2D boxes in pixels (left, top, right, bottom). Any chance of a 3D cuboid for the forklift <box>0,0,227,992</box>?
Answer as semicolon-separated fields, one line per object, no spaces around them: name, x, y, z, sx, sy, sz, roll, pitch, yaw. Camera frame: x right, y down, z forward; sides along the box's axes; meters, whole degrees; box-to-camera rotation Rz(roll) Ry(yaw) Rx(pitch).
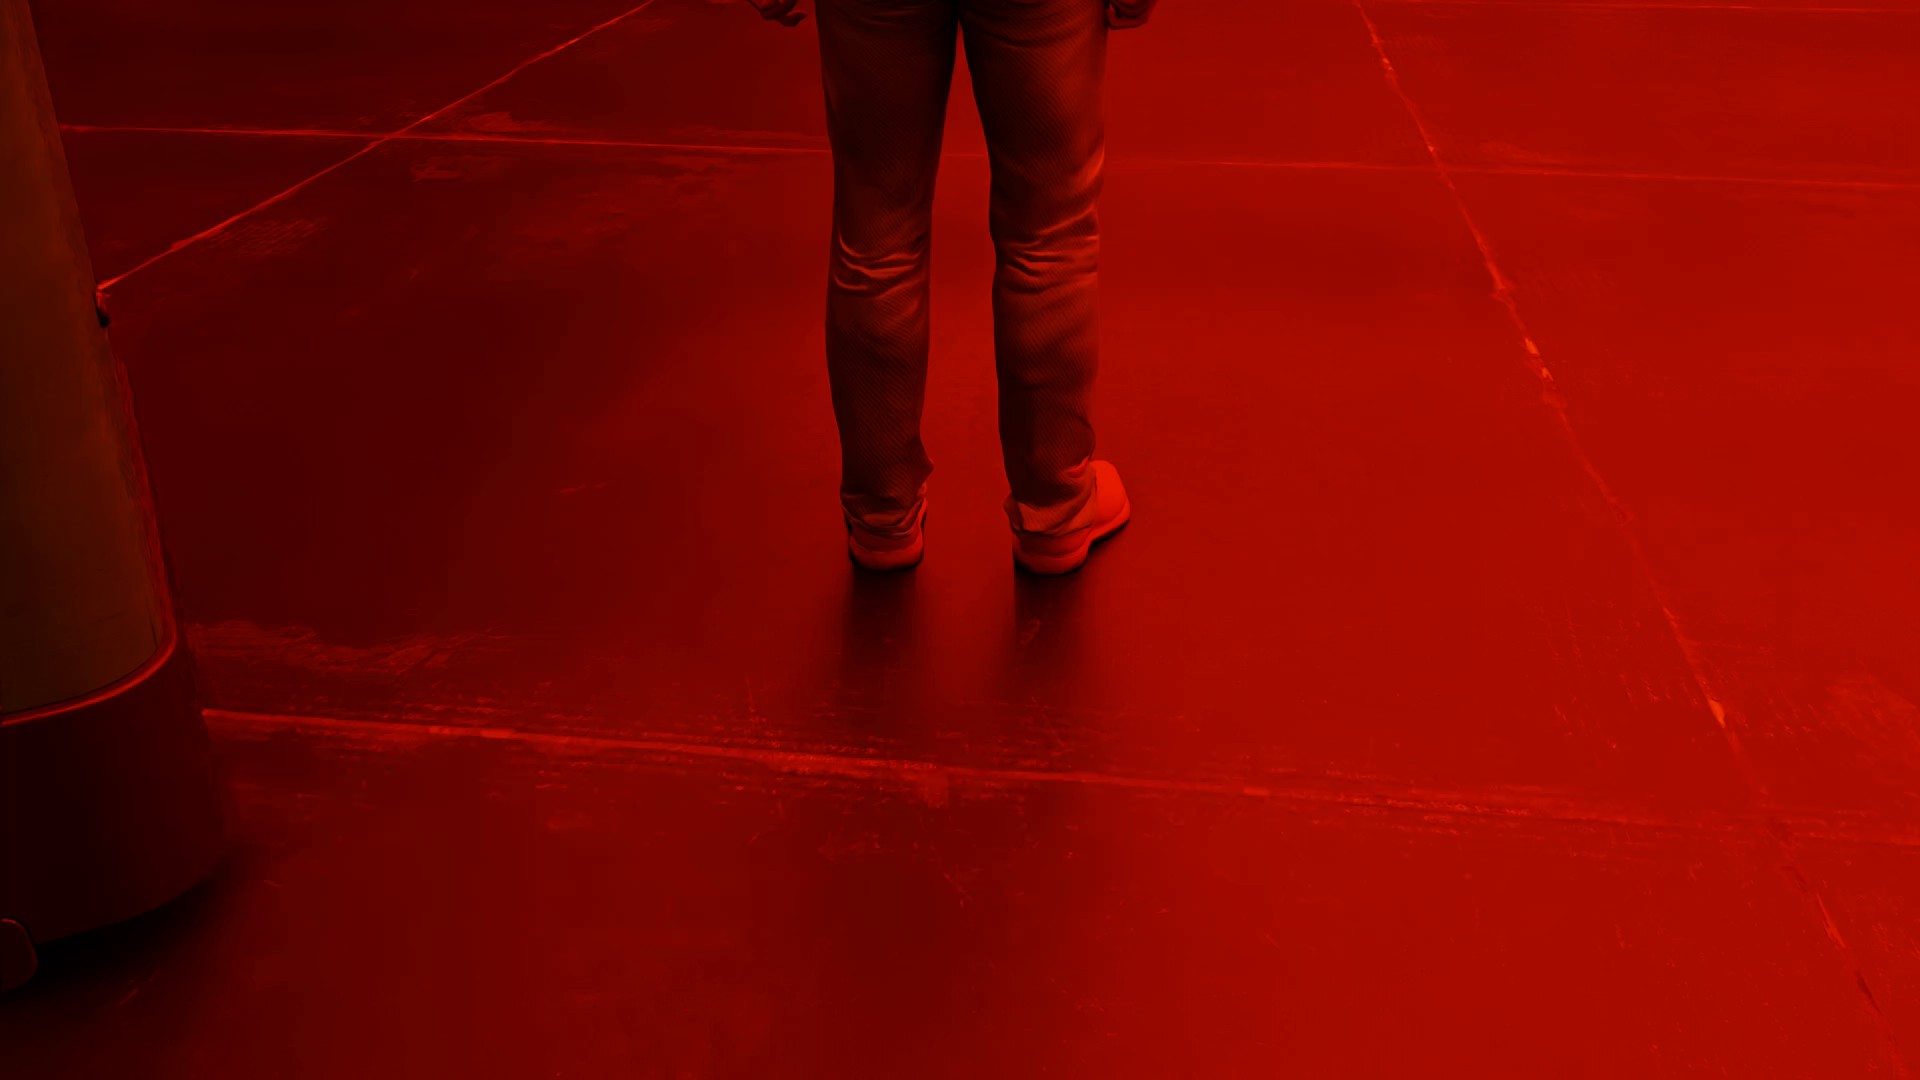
forklift;-1.815;-0.870;1.060;1.939;2.843;1.129;-13;29;-24

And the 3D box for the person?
person;-0.010;-0.792;2.110;0.556;1.770;0.387;3;27;7
